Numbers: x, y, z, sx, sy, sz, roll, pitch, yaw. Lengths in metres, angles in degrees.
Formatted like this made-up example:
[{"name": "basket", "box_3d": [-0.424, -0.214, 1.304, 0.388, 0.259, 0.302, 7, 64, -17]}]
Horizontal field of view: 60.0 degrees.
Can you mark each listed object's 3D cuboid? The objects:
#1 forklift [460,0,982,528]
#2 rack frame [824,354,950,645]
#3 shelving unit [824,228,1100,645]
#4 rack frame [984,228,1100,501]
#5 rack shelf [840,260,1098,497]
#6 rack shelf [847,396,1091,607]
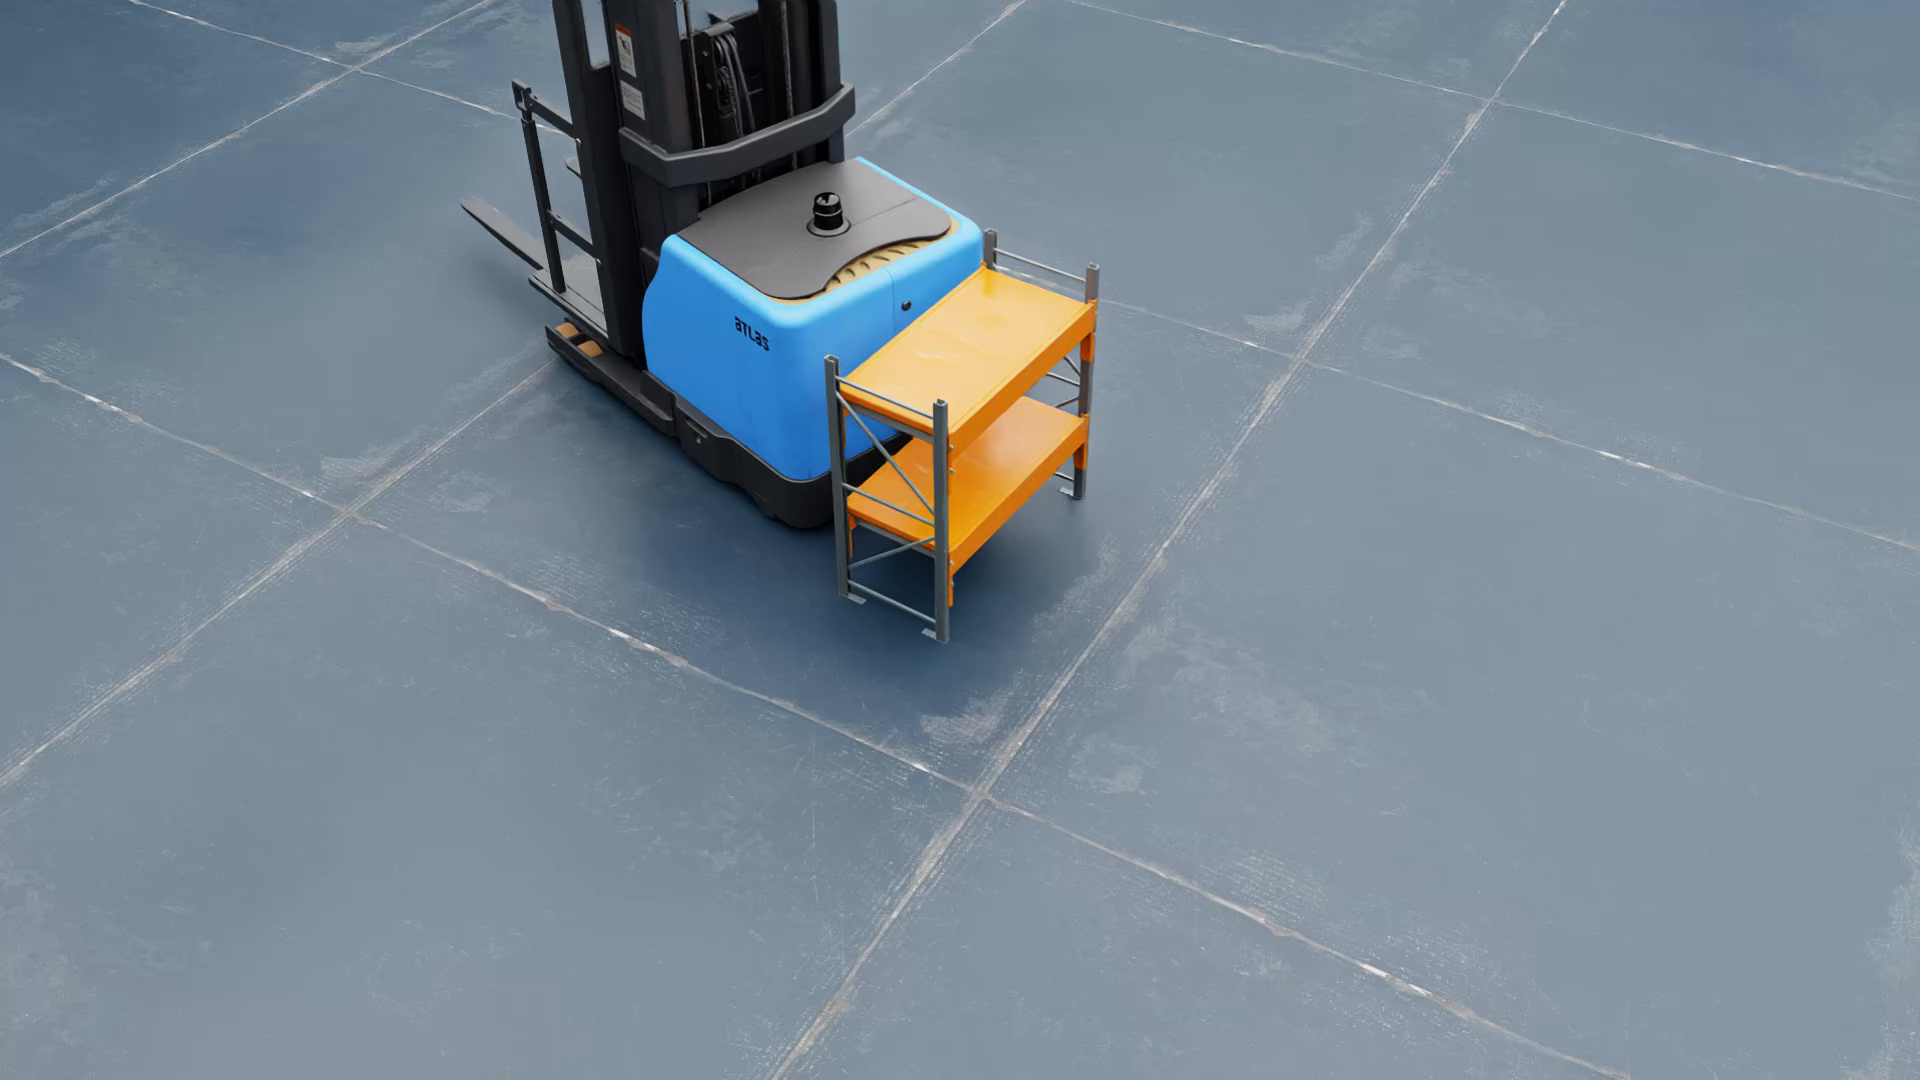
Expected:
[{"name": "forklift", "box_3d": [-1.255, -2.040, 6.849, 1.130, 2.935, 3.031, -31, 50, -30]}, {"name": "rack frame", "box_3d": [-0.256, -0.124, 6.040, 0.500, 1.125, 0.032, 24, 47, 25]}, {"name": "shelving unit", "box_3d": [0.026, -0.404, 6.357, 0.538, 1.125, 1.048, 24, 47, 25]}, {"name": "rack frame", "box_3d": [0.308, -0.683, 6.675, 0.500, 1.125, 0.032, 24, 47, 25]}, {"name": "rack shelf", "box_3d": [0.026, -0.623, 6.164, 0.538, 0.278, 1.000, 24, 47, 25]}, {"name": "rack shelf", "box_3d": [0.026, -0.220, 6.519, 0.538, 0.278, 1.000, 24, 47, 25]}]
